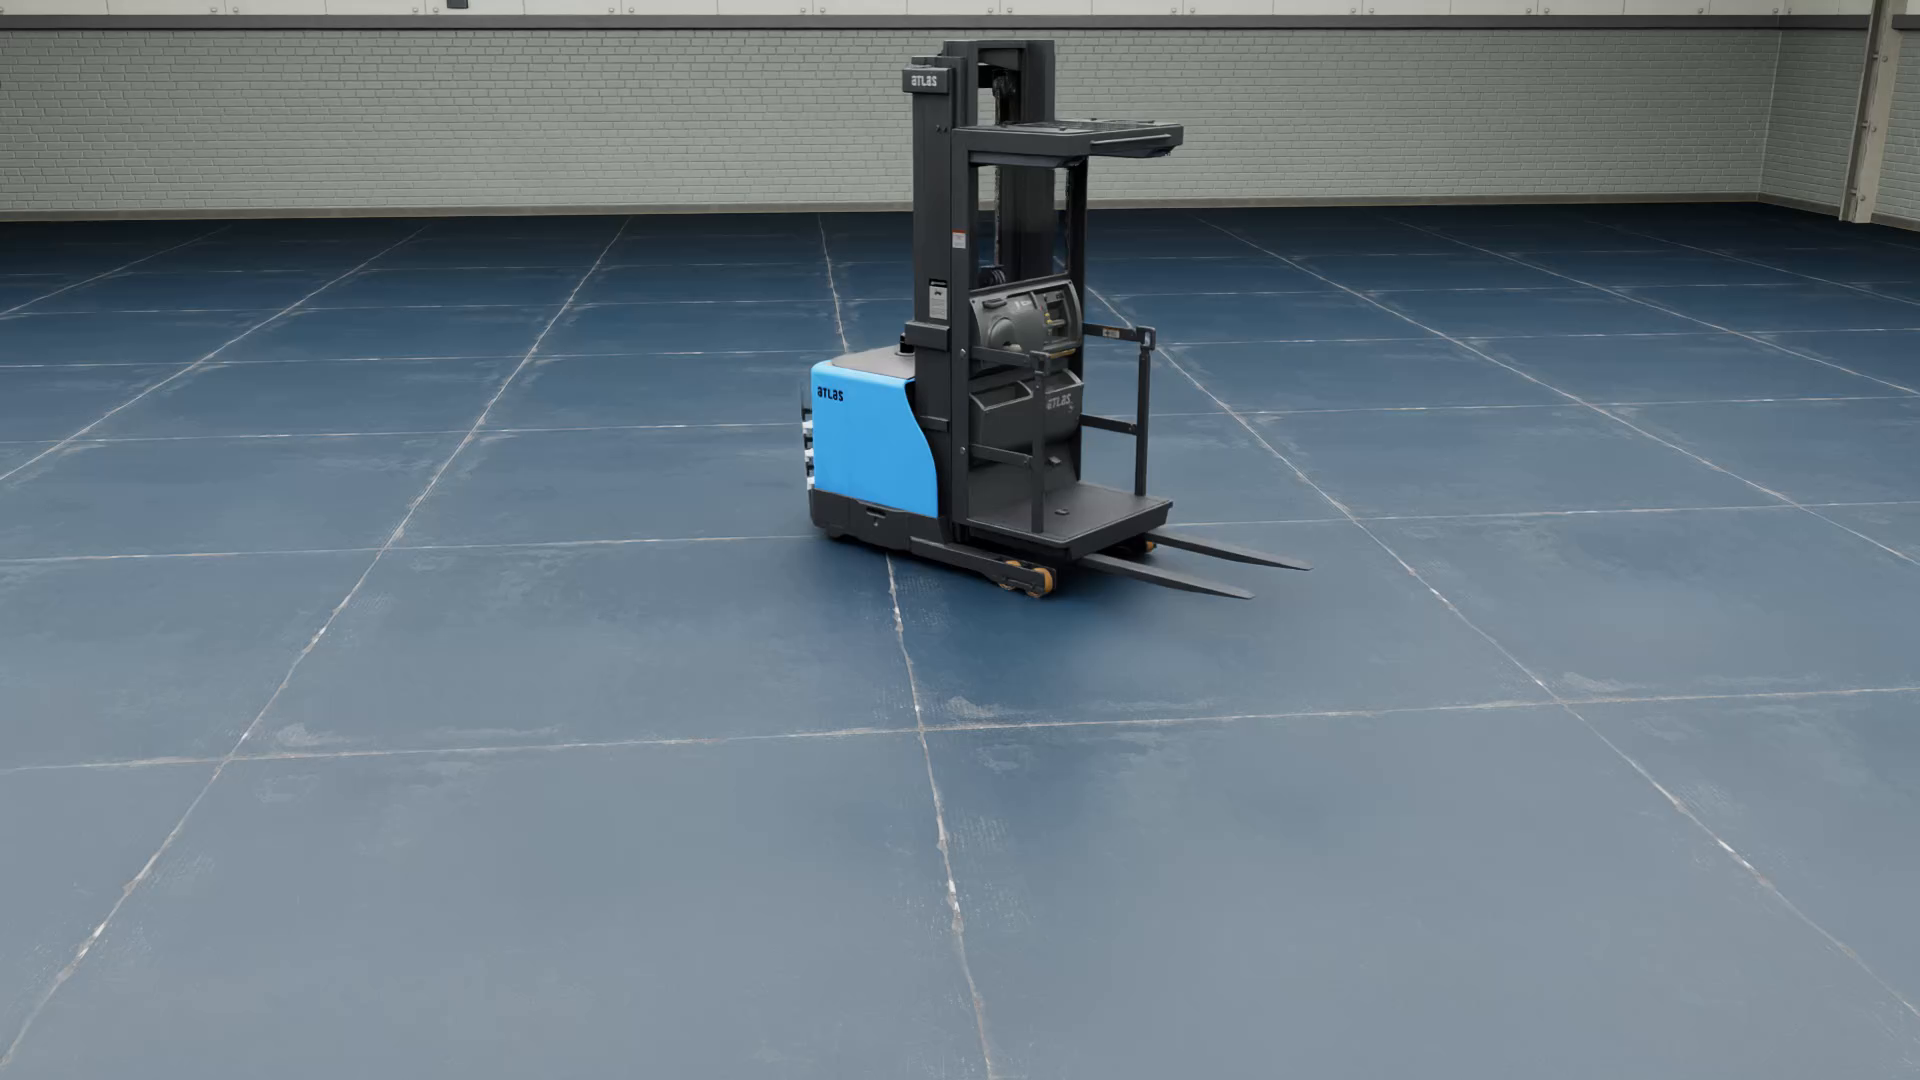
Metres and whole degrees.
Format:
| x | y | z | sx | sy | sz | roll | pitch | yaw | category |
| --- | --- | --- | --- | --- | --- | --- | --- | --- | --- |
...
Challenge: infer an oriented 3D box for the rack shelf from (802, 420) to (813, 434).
| x | y | z | sx | sy | sz | roll | pitch | yaw | category |
| --- | --- | --- | --- | --- | --- | --- | --- | --- | --- |
| -0.830 | -0.722 | 10.463 | 0.200 | 0.077 | 0.258 | 9 | 19 | 39 | rack shelf |

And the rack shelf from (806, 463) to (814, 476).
| x | y | z | sx | sy | sz | roll | pitch | yaw | category |
| --- | --- | --- | --- | --- | --- | --- | --- | --- | --- |
| -0.815 | -0.461 | 10.532 | 0.200 | 0.077 | 0.258 | 9 | 19 | 39 | rack shelf |

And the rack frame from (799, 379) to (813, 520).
| x | y | z | sx | sy | sz | roll | pitch | yaw | category |
| --- | --- | --- | --- | --- | --- | --- | --- | --- | --- |
| -0.901 | -0.593 | 10.564 | 0.006 | 0.900 | 0.240 | 9 | 19 | 39 | rack frame |

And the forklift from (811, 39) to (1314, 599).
| x | y | z | sx | sy | sz | roll | pitch | yaw | category |
| --- | --- | --- | --- | --- | --- | --- | --- | --- | --- |
| 0.541 | -1.257 | 9.289 | 3.031 | 2.935 | 1.130 | 14 | 22 | 38 | forklift |

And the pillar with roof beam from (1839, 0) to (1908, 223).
| x | y | z | sx | sy | sz | roll | pitch | yaw | category |
| --- | --- | --- | --- | --- | --- | --- | --- | --- | --- |
| 9.787 | -9.170 | 24.361 | 9.100 | 9.000 | 0.400 | -2 | 18 | -6 | pillar with roof beam |

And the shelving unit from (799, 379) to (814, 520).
| x | y | z | sx | sy | sz | roll | pitch | yaw | category |
| --- | --- | --- | --- | --- | --- | --- | --- | --- | --- |
| -0.822 | -0.580 | 10.501 | 0.210 | 0.900 | 0.258 | 9 | 19 | 39 | shelving unit |

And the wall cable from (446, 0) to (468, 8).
| x | y | z | sx | sy | sz | roll | pitch | yaw | category |
| --- | --- | --- | --- | --- | --- | --- | --- | --- | --- |
| -6.807 | -11.159 | 25.021 | 2.305 | 6.003 | 0.169 | -2 | 18 | -6 | wall cable |

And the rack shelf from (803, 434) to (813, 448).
| x | y | z | sx | sy | sz | roll | pitch | yaw | category |
| --- | --- | --- | --- | --- | --- | --- | --- | --- | --- |
| -0.825 | -0.635 | 10.486 | 0.200 | 0.077 | 0.258 | 9 | 19 | 39 | rack shelf |

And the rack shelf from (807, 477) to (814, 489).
| x | y | z | sx | sy | sz | roll | pitch | yaw | category |
| --- | --- | --- | --- | --- | --- | --- | --- | --- | --- |
| -0.810 | -0.374 | 10.555 | 0.200 | 0.077 | 0.258 | 9 | 19 | 39 | rack shelf |

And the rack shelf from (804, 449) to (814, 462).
| x | y | z | sx | sy | sz | roll | pitch | yaw | category |
| --- | --- | --- | --- | --- | --- | --- | --- | --- | --- |
| -0.820 | -0.548 | 10.509 | 0.200 | 0.077 | 0.258 | 9 | 19 | 39 | rack shelf |

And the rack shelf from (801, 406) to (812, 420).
| x | y | z | sx | sy | sz | roll | pitch | yaw | category |
| --- | --- | --- | --- | --- | --- | --- | --- | --- | --- |
| -0.835 | -0.809 | 10.440 | 0.200 | 0.077 | 0.258 | 9 | 19 | 39 | rack shelf |
